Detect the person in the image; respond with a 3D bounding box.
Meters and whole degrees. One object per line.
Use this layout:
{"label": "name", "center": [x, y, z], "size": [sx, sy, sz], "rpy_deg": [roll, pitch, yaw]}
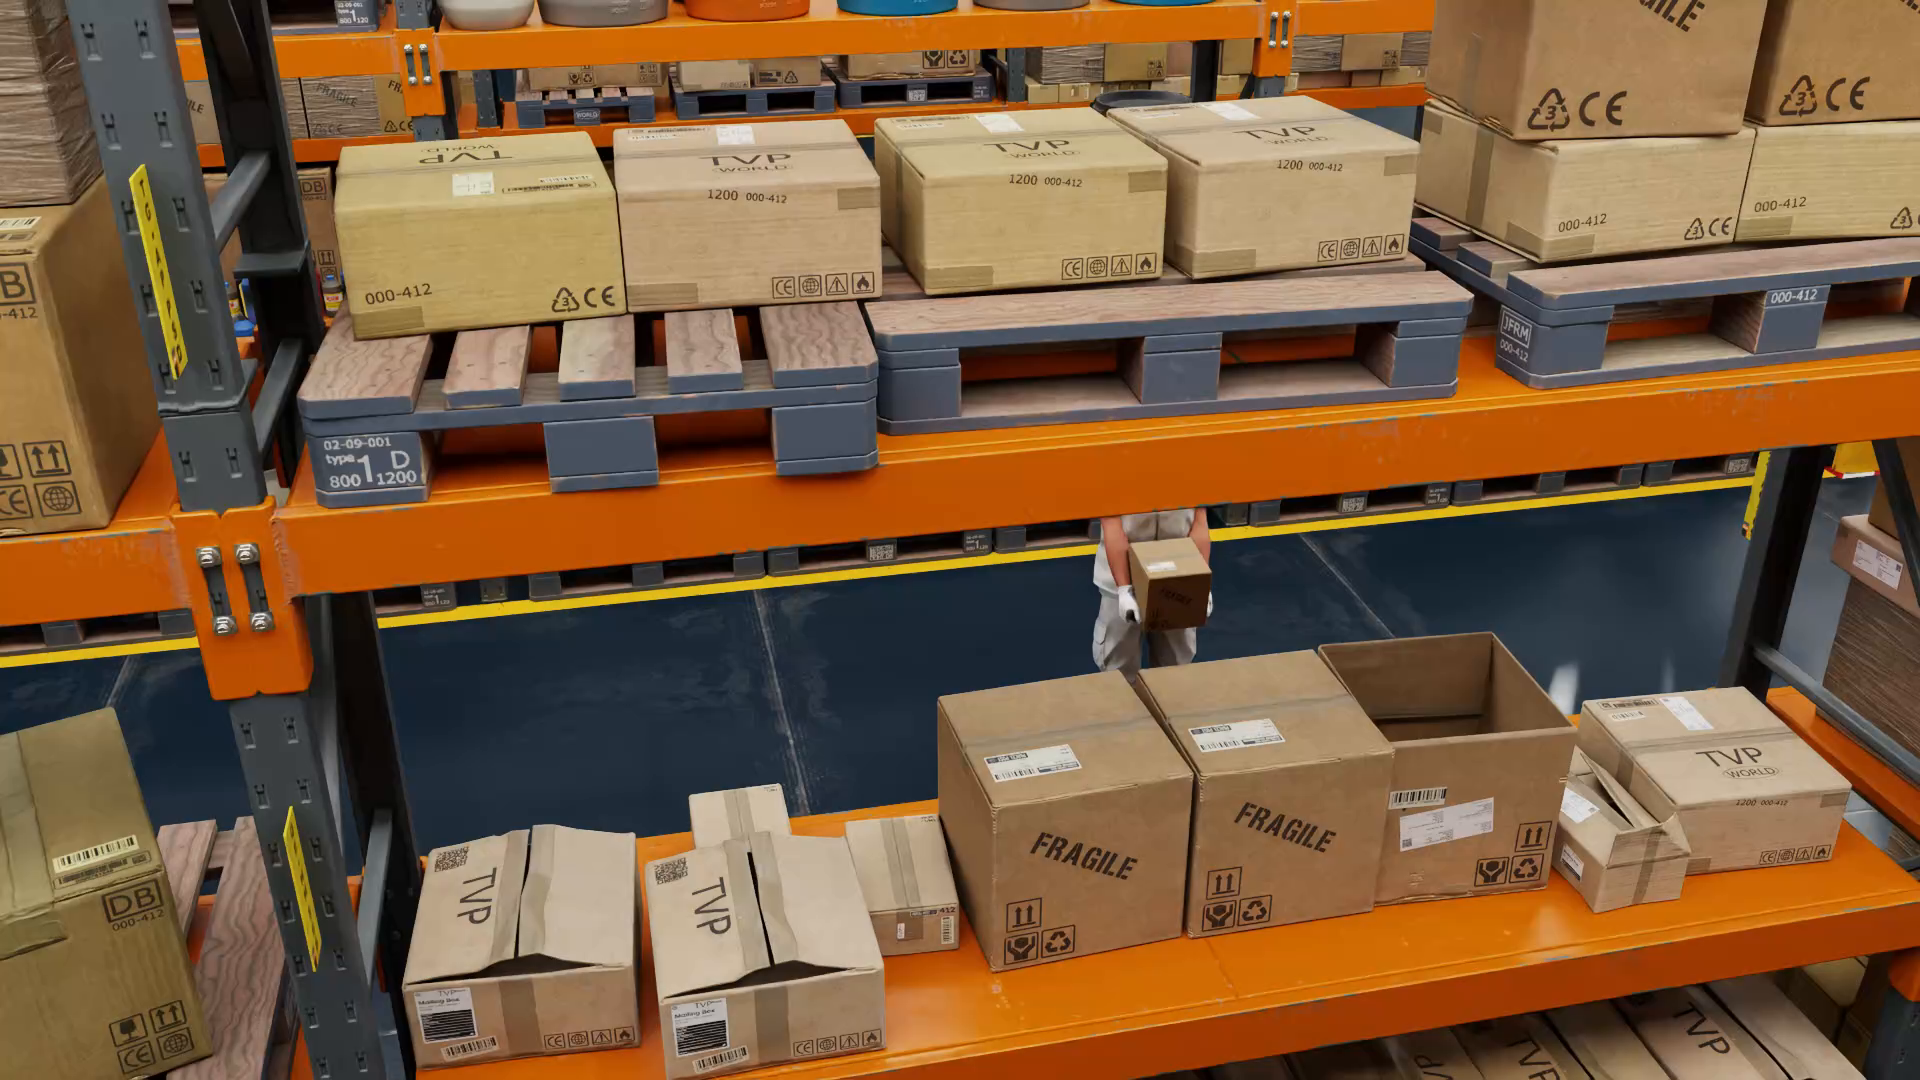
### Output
{"label": "person", "center": [0.772, 0.242, 6.611], "size": [0.493, 1.782, 0.560], "rpy_deg": [-5, 27, -11]}
